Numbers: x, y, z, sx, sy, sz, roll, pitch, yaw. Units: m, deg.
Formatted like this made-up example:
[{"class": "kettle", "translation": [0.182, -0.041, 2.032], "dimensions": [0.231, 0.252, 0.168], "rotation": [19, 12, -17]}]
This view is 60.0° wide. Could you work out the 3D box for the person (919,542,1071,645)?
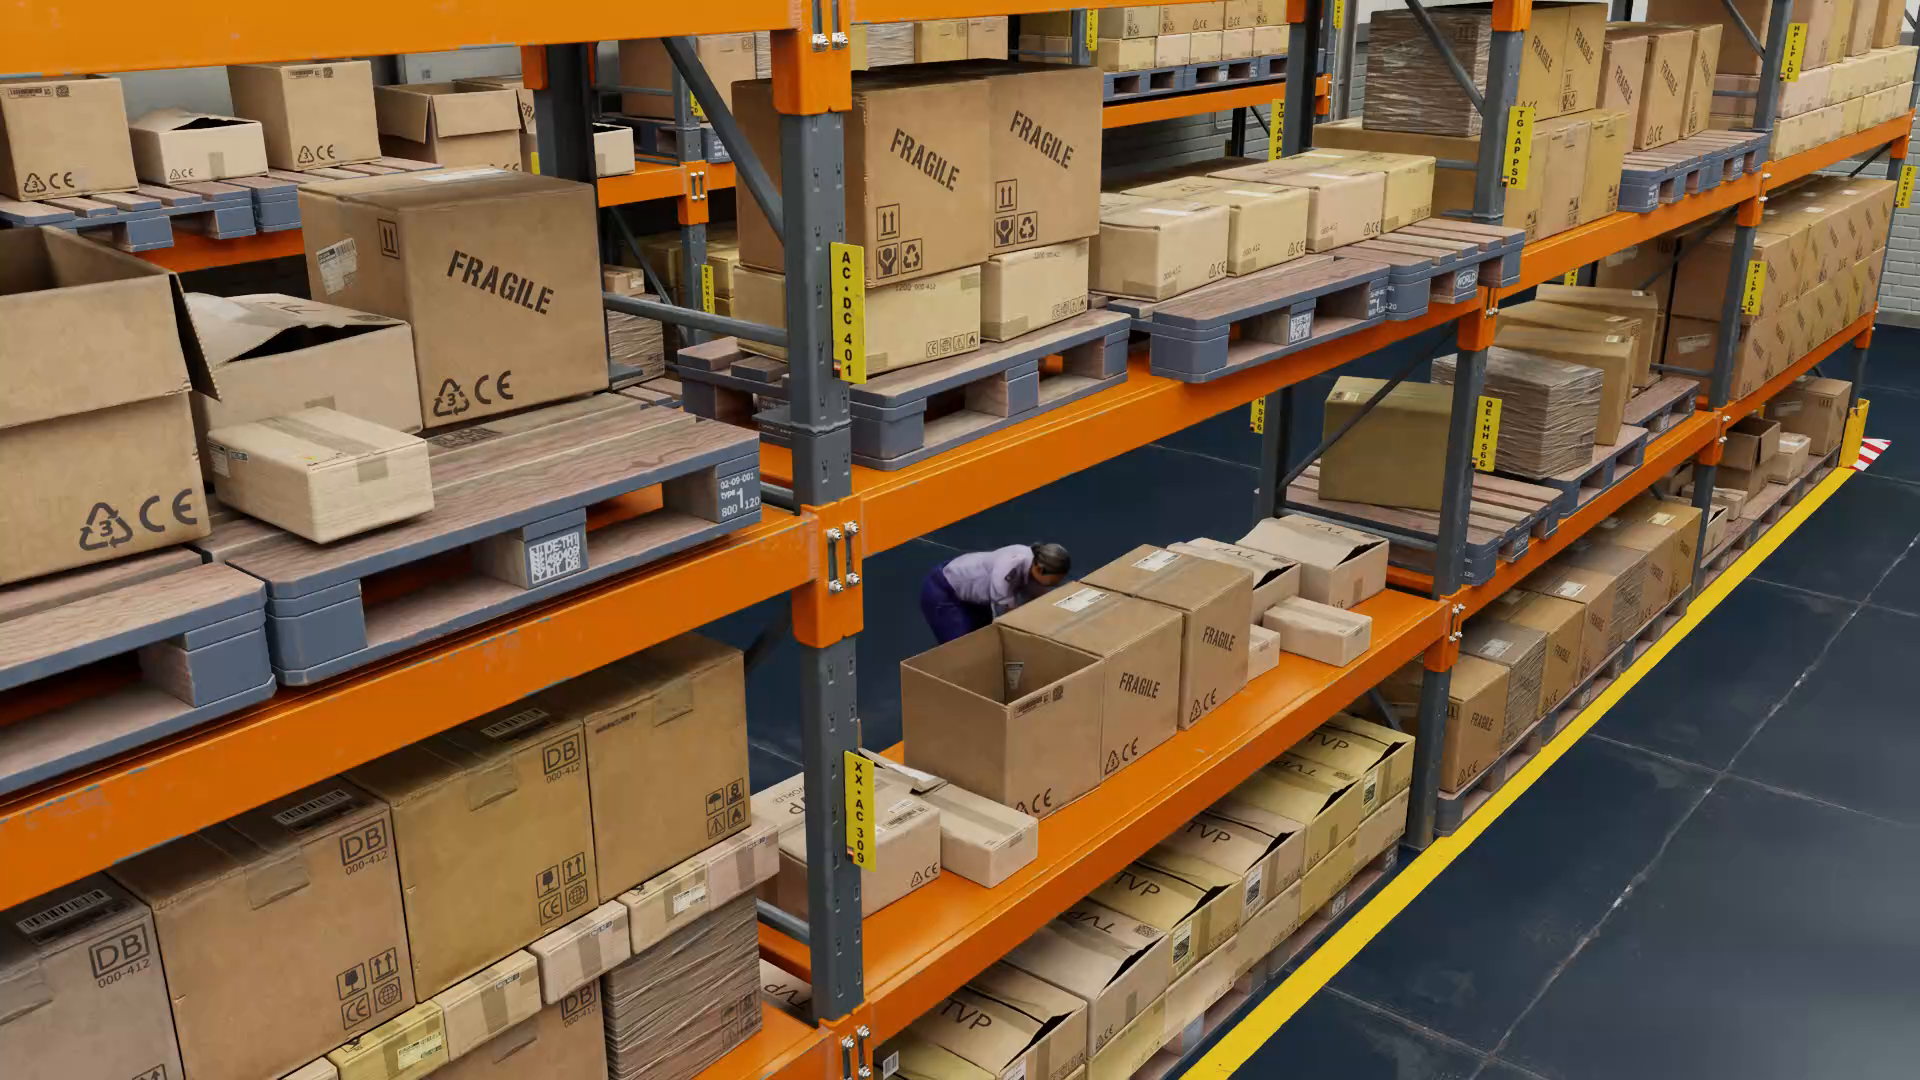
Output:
[{"class": "person", "translation": [0.197, 0.520, 8.852], "dimensions": [0.858, 1.196, 0.465], "rotation": [15, 25, 34]}]
